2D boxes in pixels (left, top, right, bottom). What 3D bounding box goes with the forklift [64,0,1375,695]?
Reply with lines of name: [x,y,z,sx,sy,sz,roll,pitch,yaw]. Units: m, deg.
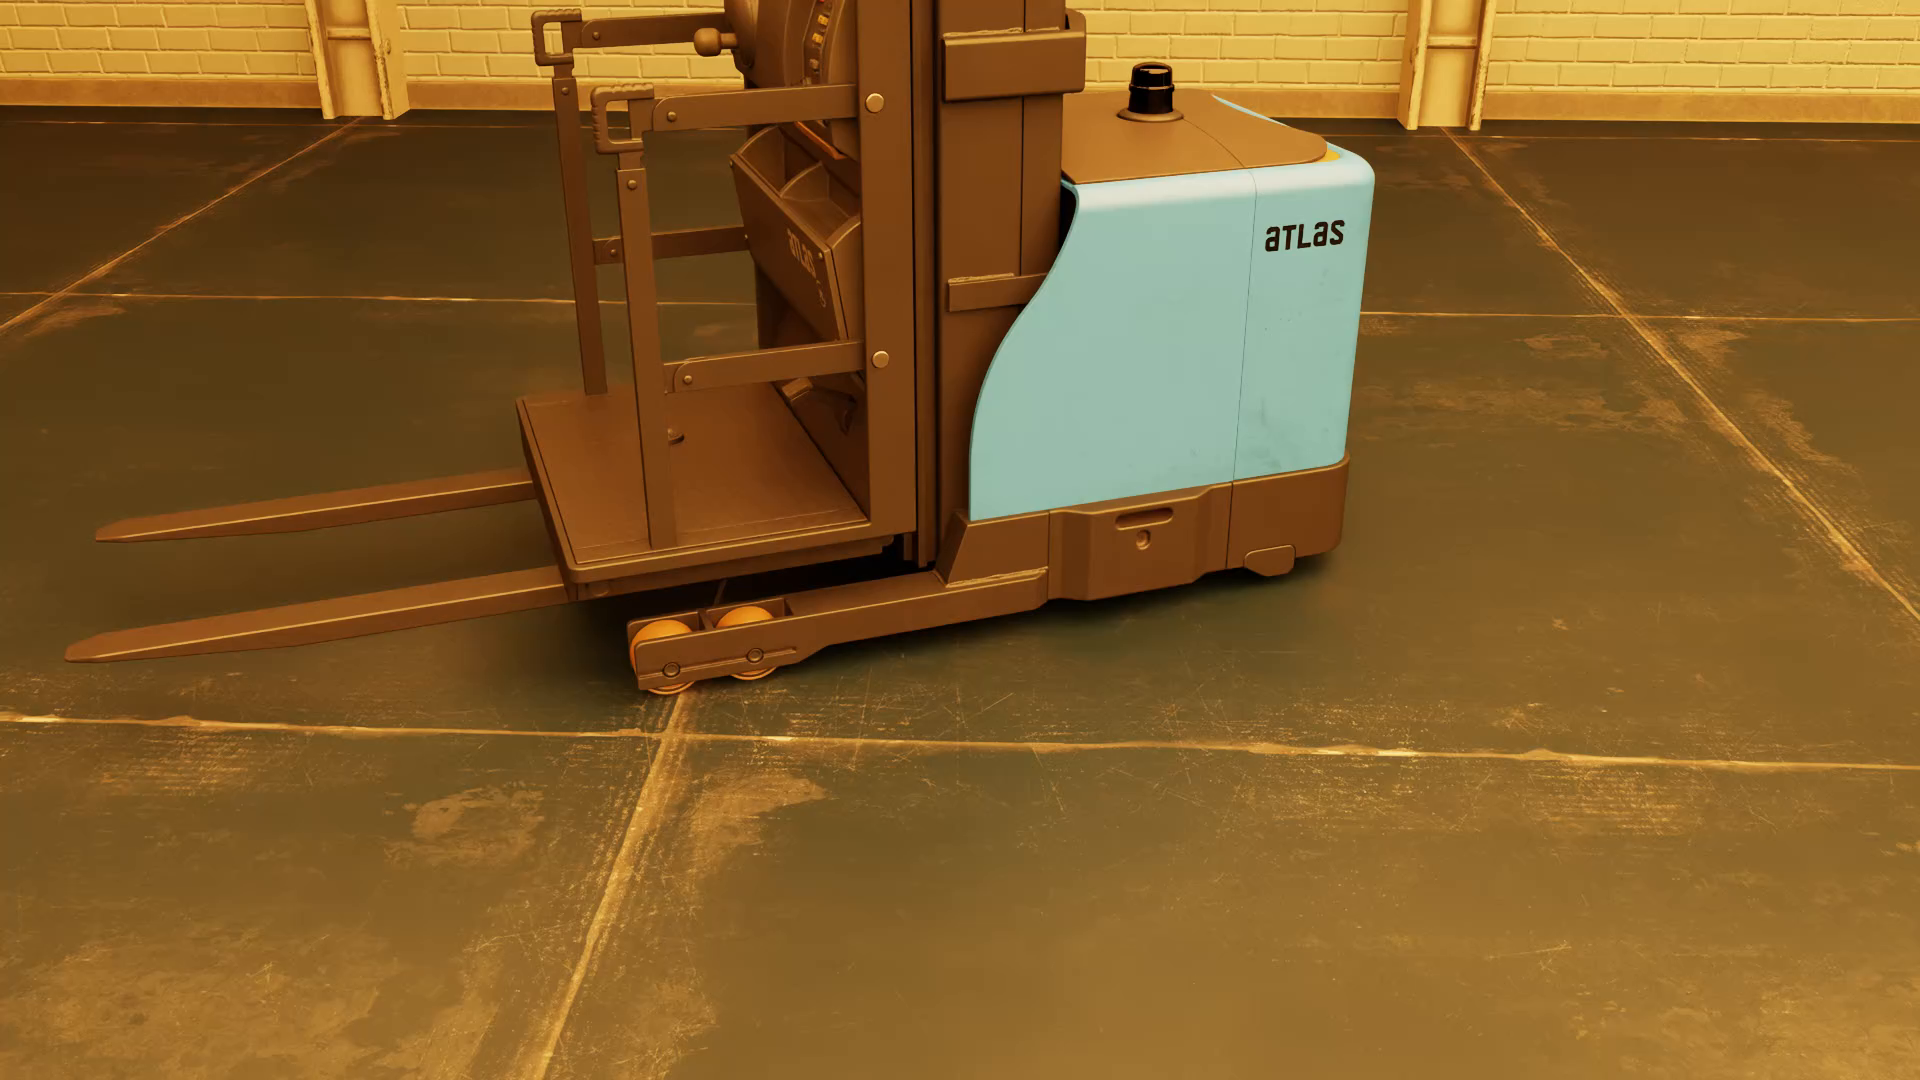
forklift: [-0.573,-1.224,3.691,3.031,2.935,1.130,-9,28,-17]
